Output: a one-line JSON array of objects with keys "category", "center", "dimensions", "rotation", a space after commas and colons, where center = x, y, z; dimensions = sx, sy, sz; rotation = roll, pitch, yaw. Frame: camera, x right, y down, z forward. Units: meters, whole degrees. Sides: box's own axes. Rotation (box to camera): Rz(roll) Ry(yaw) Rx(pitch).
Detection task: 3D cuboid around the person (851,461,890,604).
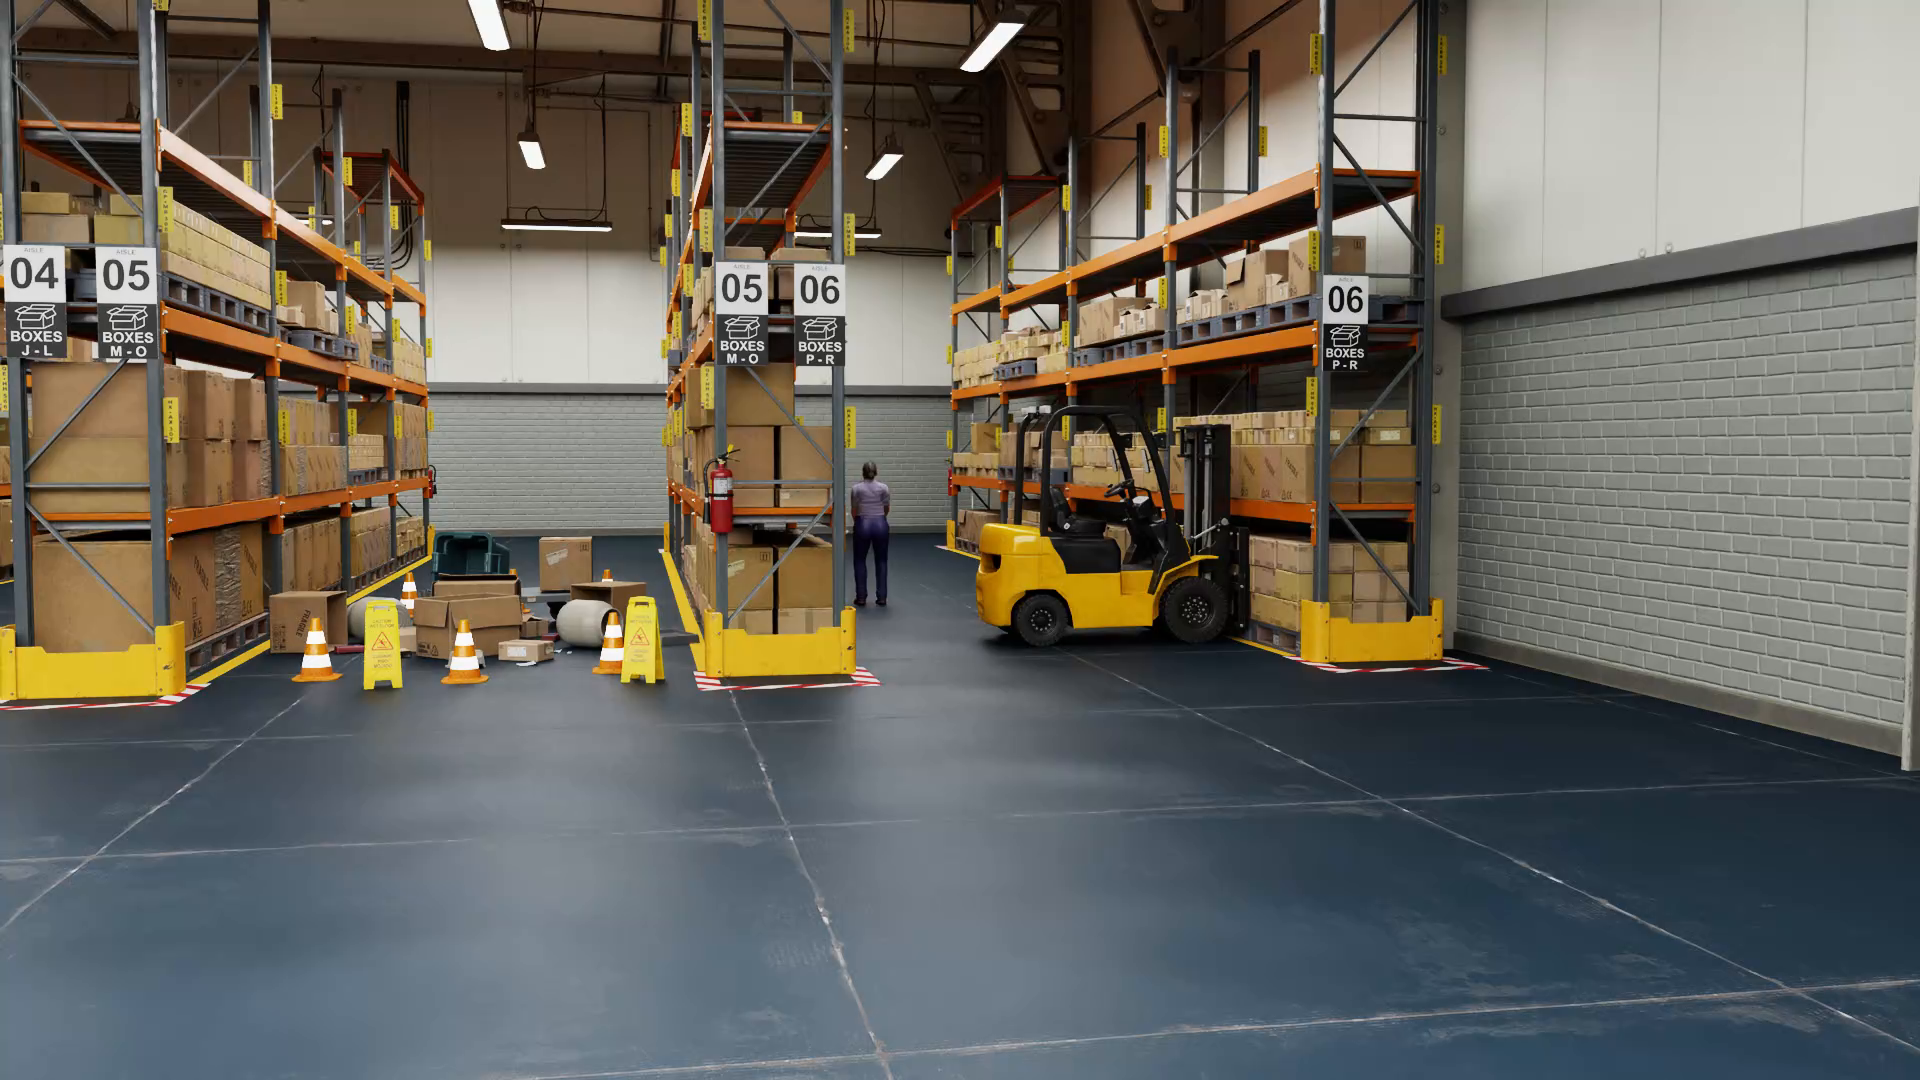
[{"category": "person", "center": [-1.031, -0.085, 18.944], "dimensions": [0.452, 1.635, 0.525], "rotation": [-1, 3, -11]}]
